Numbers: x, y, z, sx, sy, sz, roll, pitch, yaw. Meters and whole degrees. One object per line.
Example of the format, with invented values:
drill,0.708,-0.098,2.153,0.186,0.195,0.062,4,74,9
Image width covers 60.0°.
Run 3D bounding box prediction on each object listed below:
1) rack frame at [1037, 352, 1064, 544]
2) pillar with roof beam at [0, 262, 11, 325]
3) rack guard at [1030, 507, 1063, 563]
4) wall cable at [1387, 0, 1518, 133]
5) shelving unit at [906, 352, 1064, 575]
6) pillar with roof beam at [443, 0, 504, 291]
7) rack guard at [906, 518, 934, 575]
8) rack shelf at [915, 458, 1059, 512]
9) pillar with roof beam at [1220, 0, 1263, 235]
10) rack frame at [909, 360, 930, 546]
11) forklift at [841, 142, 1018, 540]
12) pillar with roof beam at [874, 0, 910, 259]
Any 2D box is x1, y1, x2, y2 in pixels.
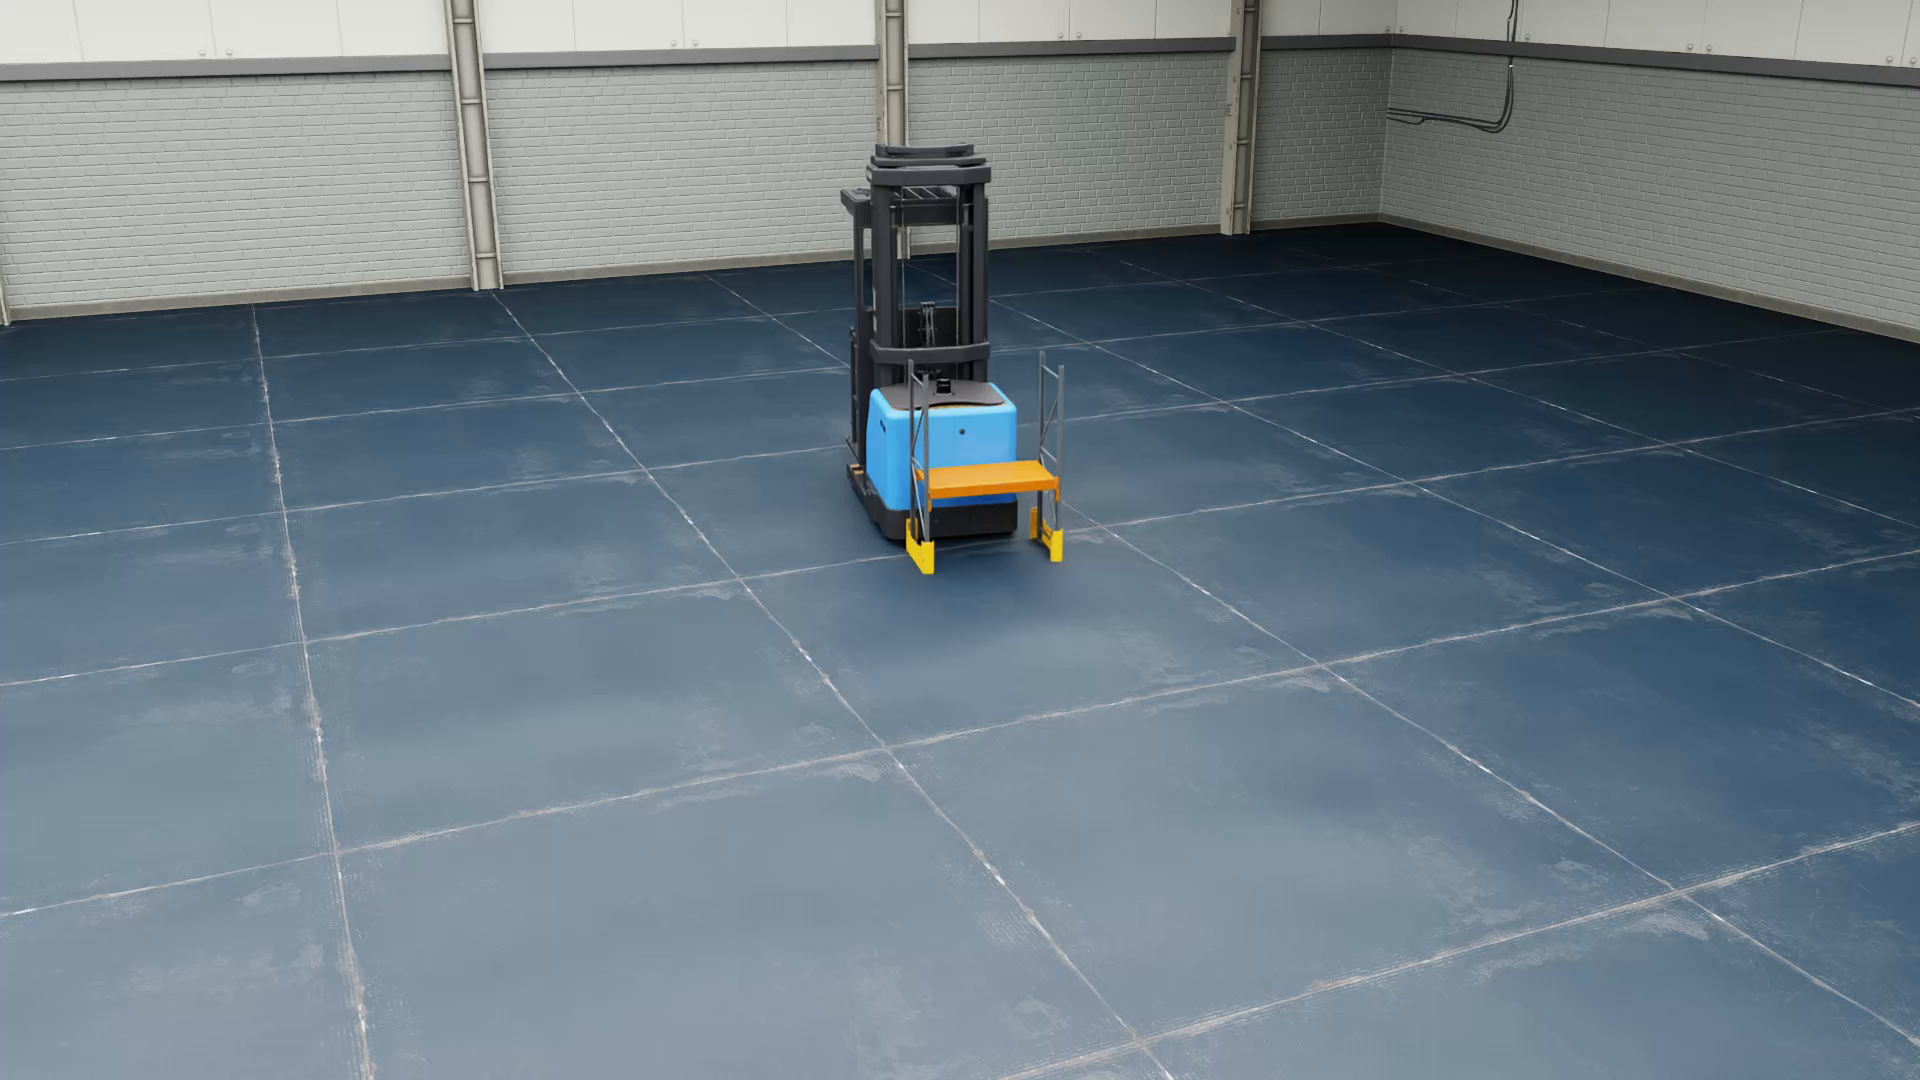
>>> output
rack frame,0.680,-0.632,12.559,0.032,1.500,0.500,-5,20,-14
pillar with roof beam,-10.303,-5.613,15.413,0.400,9.000,9.100,-8,21,-22
rack guard,0.662,-0.041,12.762,0.087,0.250,0.587,-5,20,-14
wall cable,7.748,-7.813,26.338,0.112,2.526,3.097,-8,21,-22
shelving unit,0.180,-0.588,12.434,1.083,1.500,0.587,-5,20,-14
pillar with roof beam,-4.794,-6.402,17.655,0.400,9.000,9.100,-8,21,-22
rack guard,-0.301,0.044,12.521,0.087,0.250,0.587,-5,20,-14
rack shelf,0.189,-0.419,12.496,1.000,0.185,0.538,-5,20,-14
pillar with roof beam,6.224,-7.981,22.138,0.400,9.000,9.100,-8,21,-22
rack frame,-0.302,-0.546,12.313,0.032,1.500,0.500,-5,20,-14
forklift,-0.367,-1.836,13.824,1.130,2.935,3.031,-4,20,-12
pillar with roof beam,0.715,-7.191,19.897,0.400,9.000,9.100,-8,21,-22
